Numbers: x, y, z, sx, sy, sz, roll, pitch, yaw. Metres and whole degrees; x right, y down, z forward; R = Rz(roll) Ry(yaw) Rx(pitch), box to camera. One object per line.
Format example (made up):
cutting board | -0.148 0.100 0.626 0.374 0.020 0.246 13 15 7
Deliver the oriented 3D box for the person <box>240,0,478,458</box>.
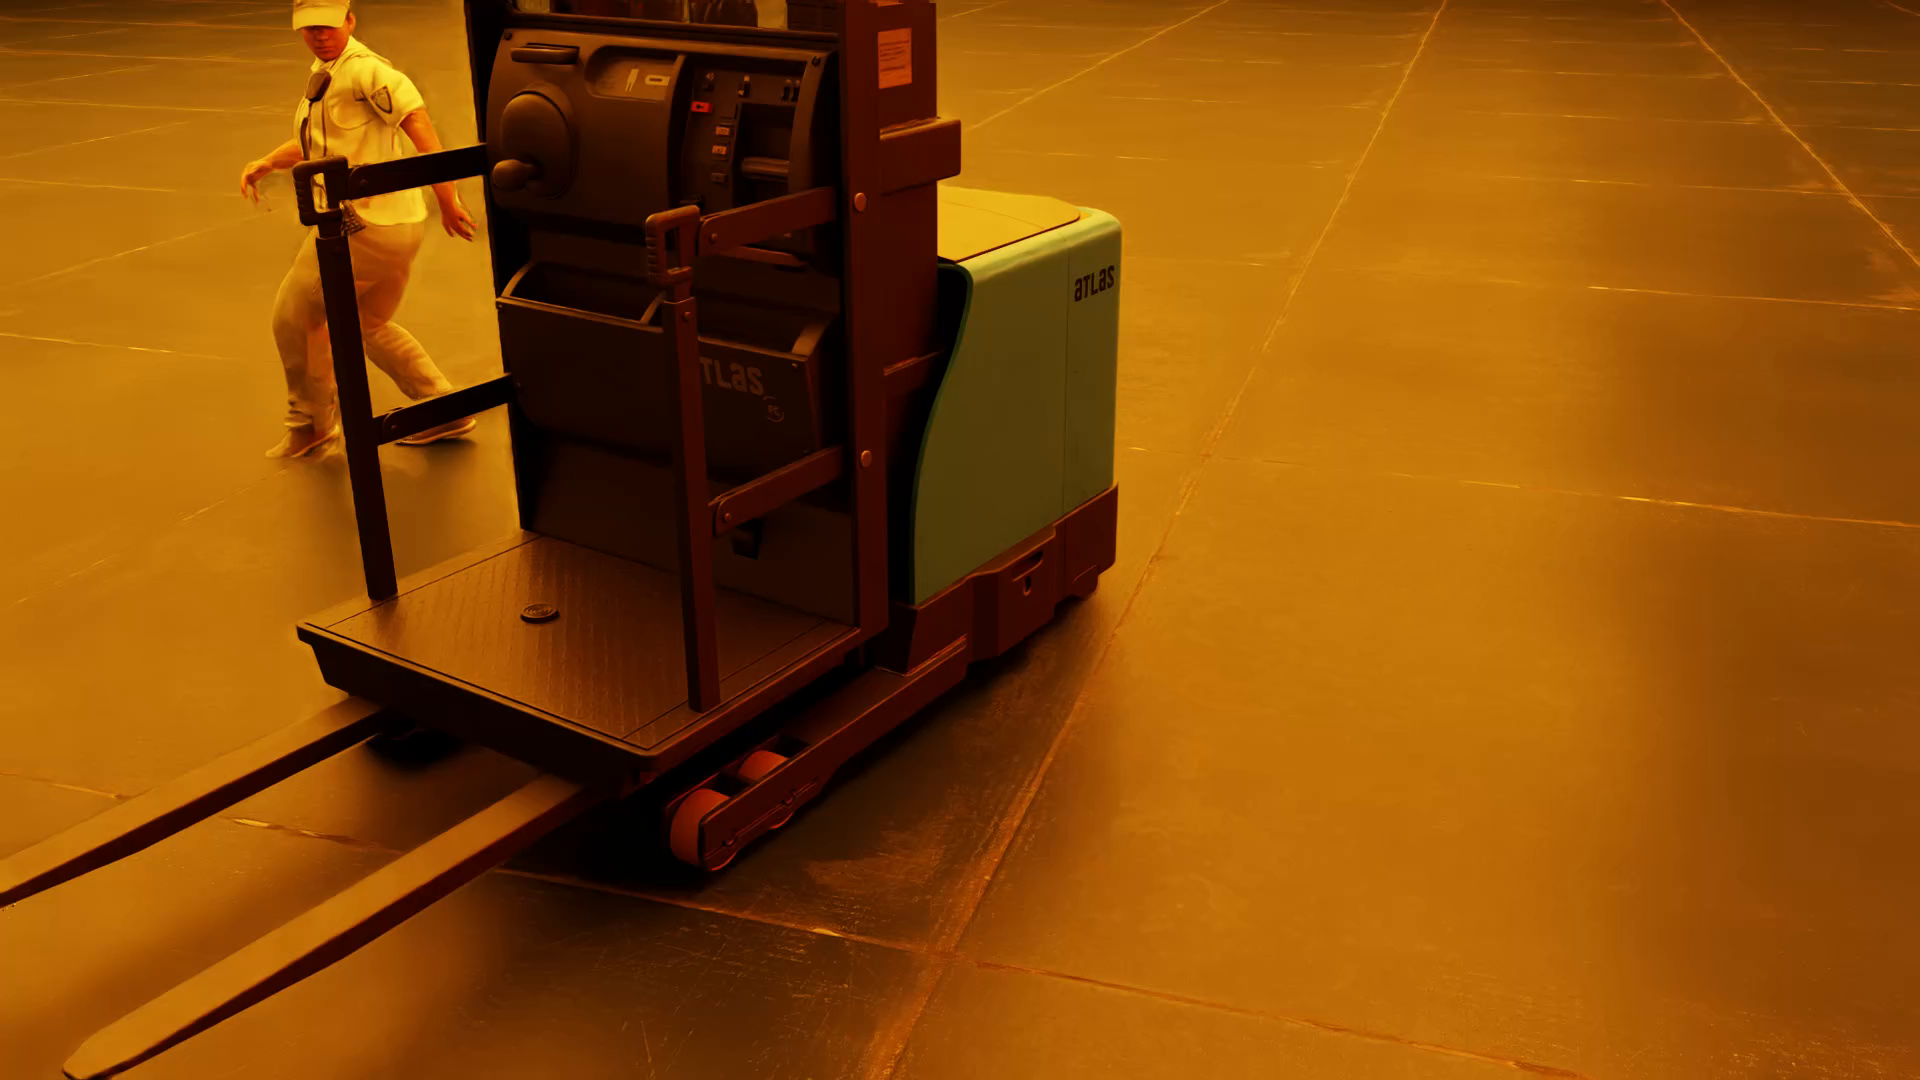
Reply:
person | -2.057 -1.056 5.657 0.844 1.647 0.524 -3 23 -8

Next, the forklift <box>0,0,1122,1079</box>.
forklift | -0.783 -0.874 3.395 1.130 2.935 3.031 14 26 31
